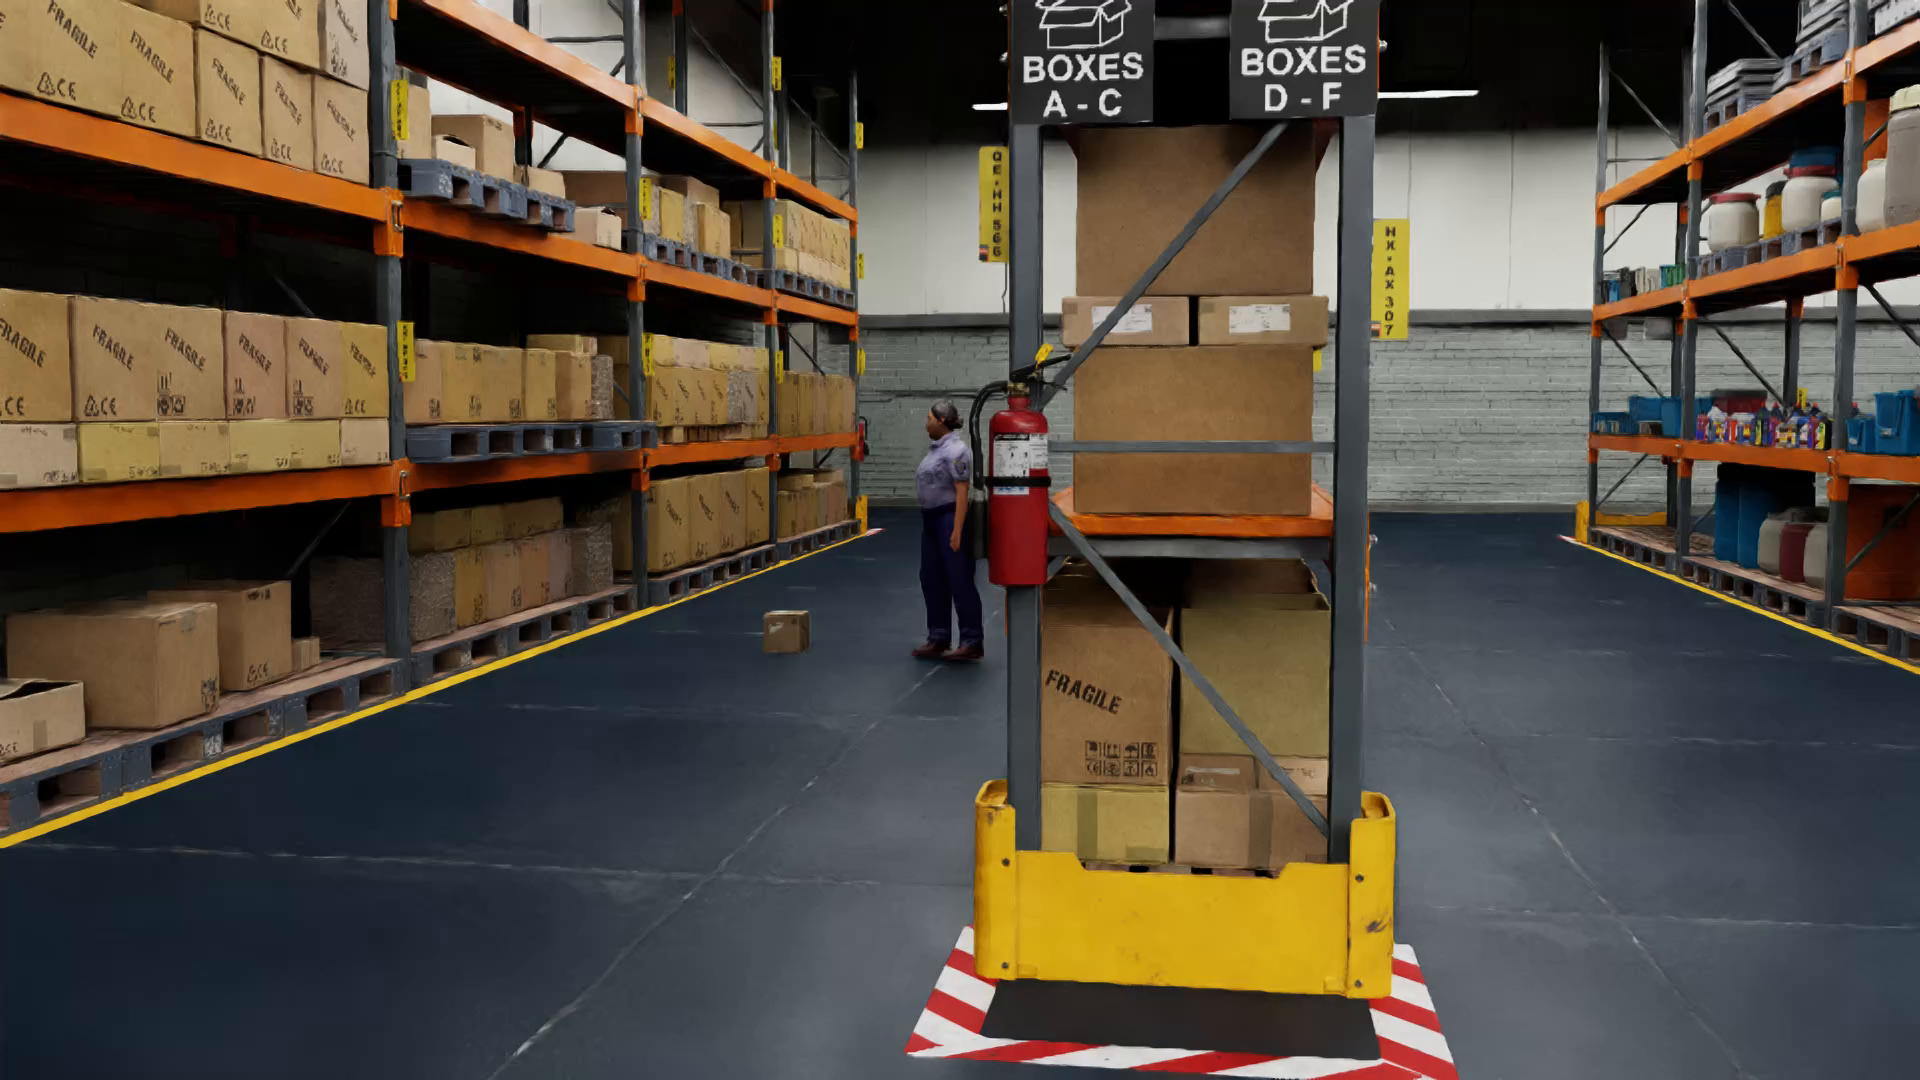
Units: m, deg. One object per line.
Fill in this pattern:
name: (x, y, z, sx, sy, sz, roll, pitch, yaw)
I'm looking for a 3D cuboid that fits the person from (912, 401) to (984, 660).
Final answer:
person: (-0.091, -0.061, 10.675, 0.396, 1.636, 0.484, -2, 5, -23)
